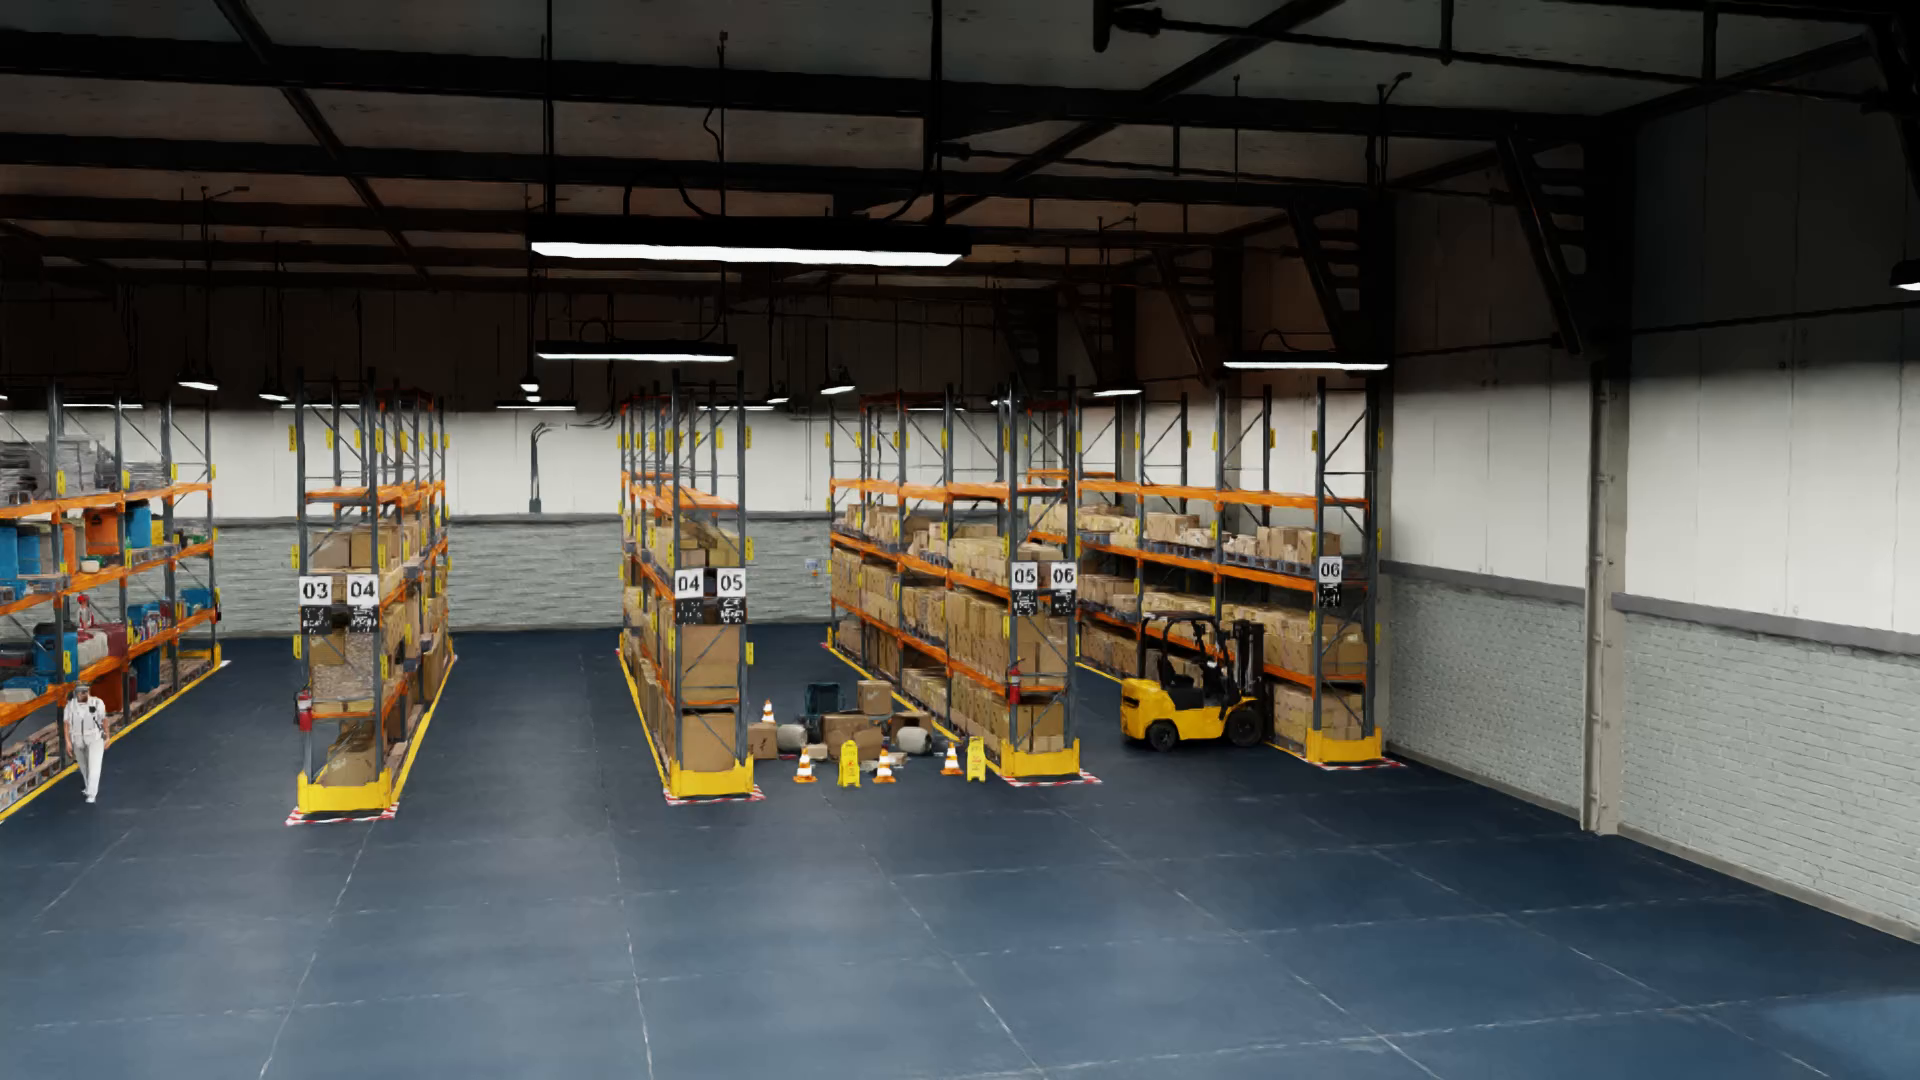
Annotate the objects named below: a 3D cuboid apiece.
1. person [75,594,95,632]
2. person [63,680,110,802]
[{"bbox_3d":[-18.423,2.023,35.009,0.444,1.779,0.598,-3,4,-40],"label":"person"},{"bbox_3d":[-12.168,2.767,23.118,0.542,1.675,1.126,-1,3,-12],"label":"person"}]
